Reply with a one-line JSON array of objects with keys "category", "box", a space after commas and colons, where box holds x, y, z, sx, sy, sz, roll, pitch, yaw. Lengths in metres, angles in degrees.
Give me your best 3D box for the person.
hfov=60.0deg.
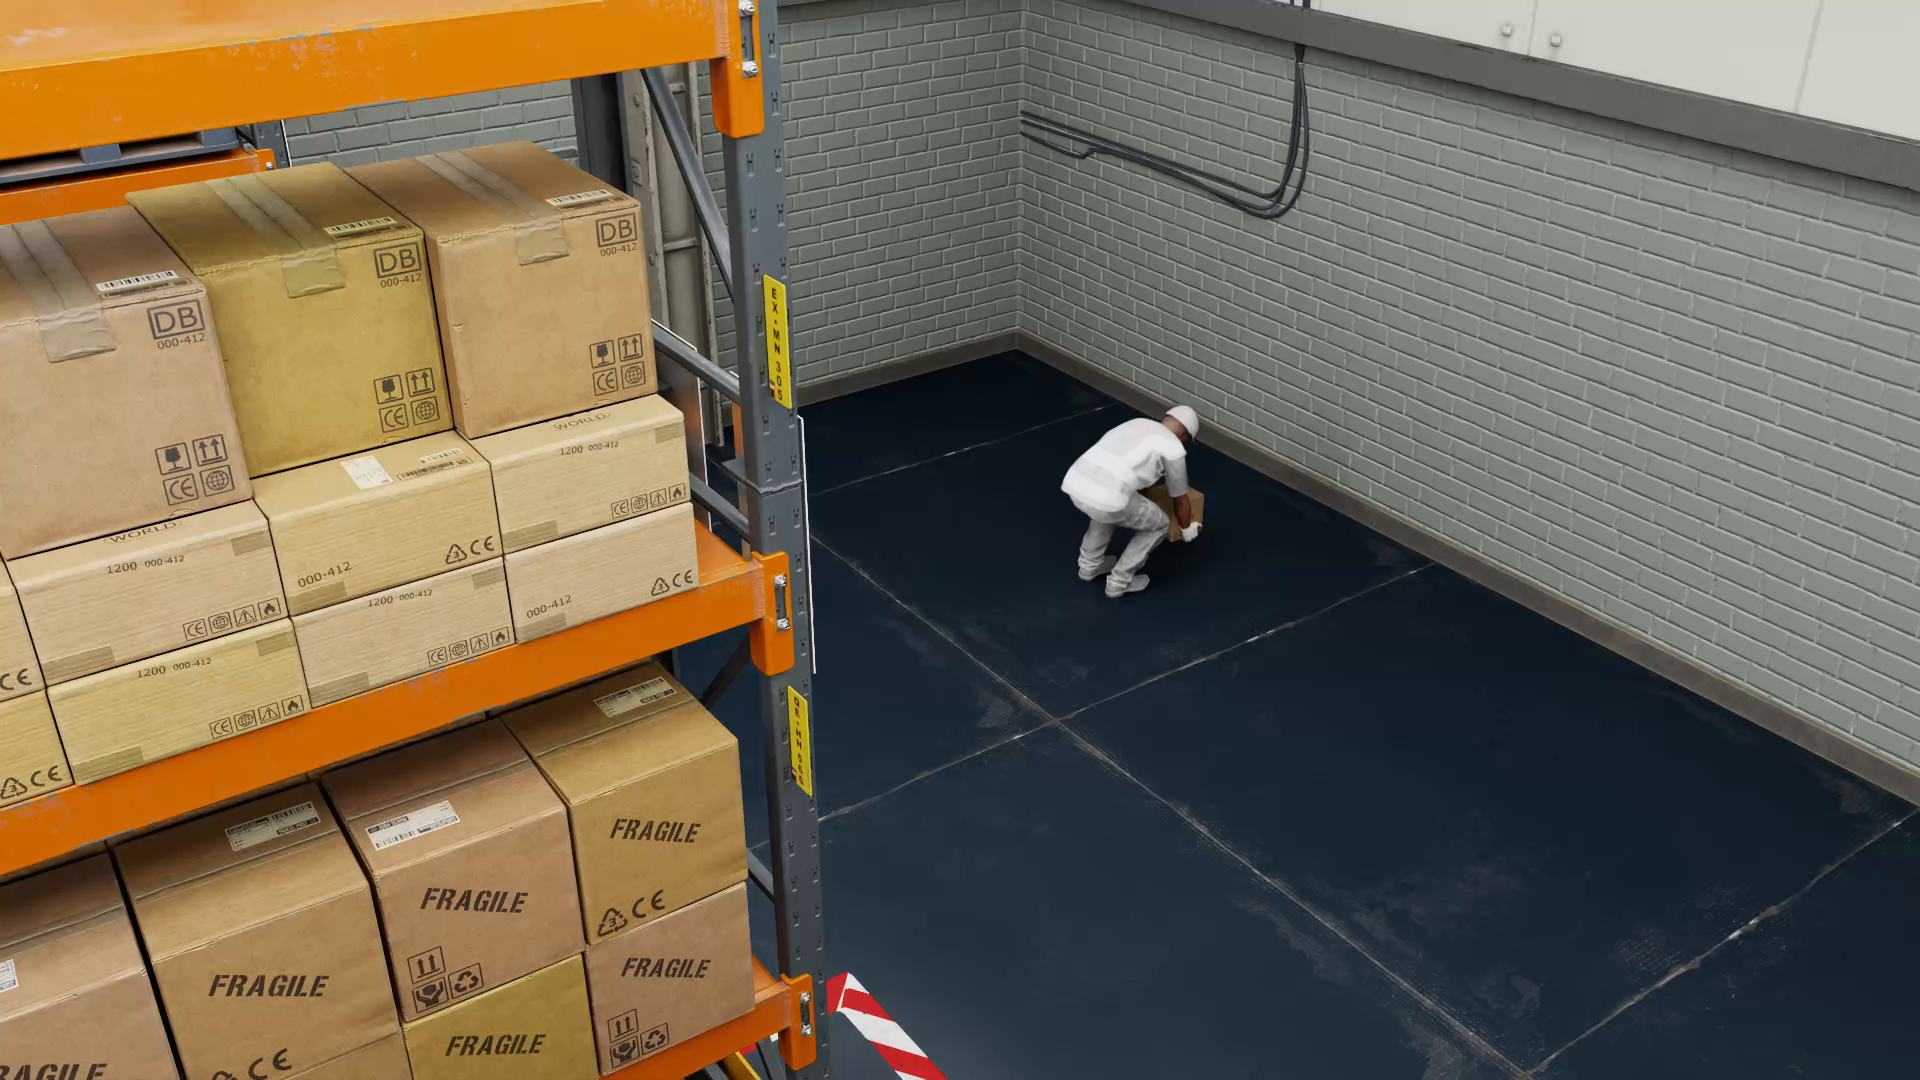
[{"category": "person", "box": [1.029, -0.238, 9.878, 0.965, 0.993, 0.550, -20, 34, -32]}]
